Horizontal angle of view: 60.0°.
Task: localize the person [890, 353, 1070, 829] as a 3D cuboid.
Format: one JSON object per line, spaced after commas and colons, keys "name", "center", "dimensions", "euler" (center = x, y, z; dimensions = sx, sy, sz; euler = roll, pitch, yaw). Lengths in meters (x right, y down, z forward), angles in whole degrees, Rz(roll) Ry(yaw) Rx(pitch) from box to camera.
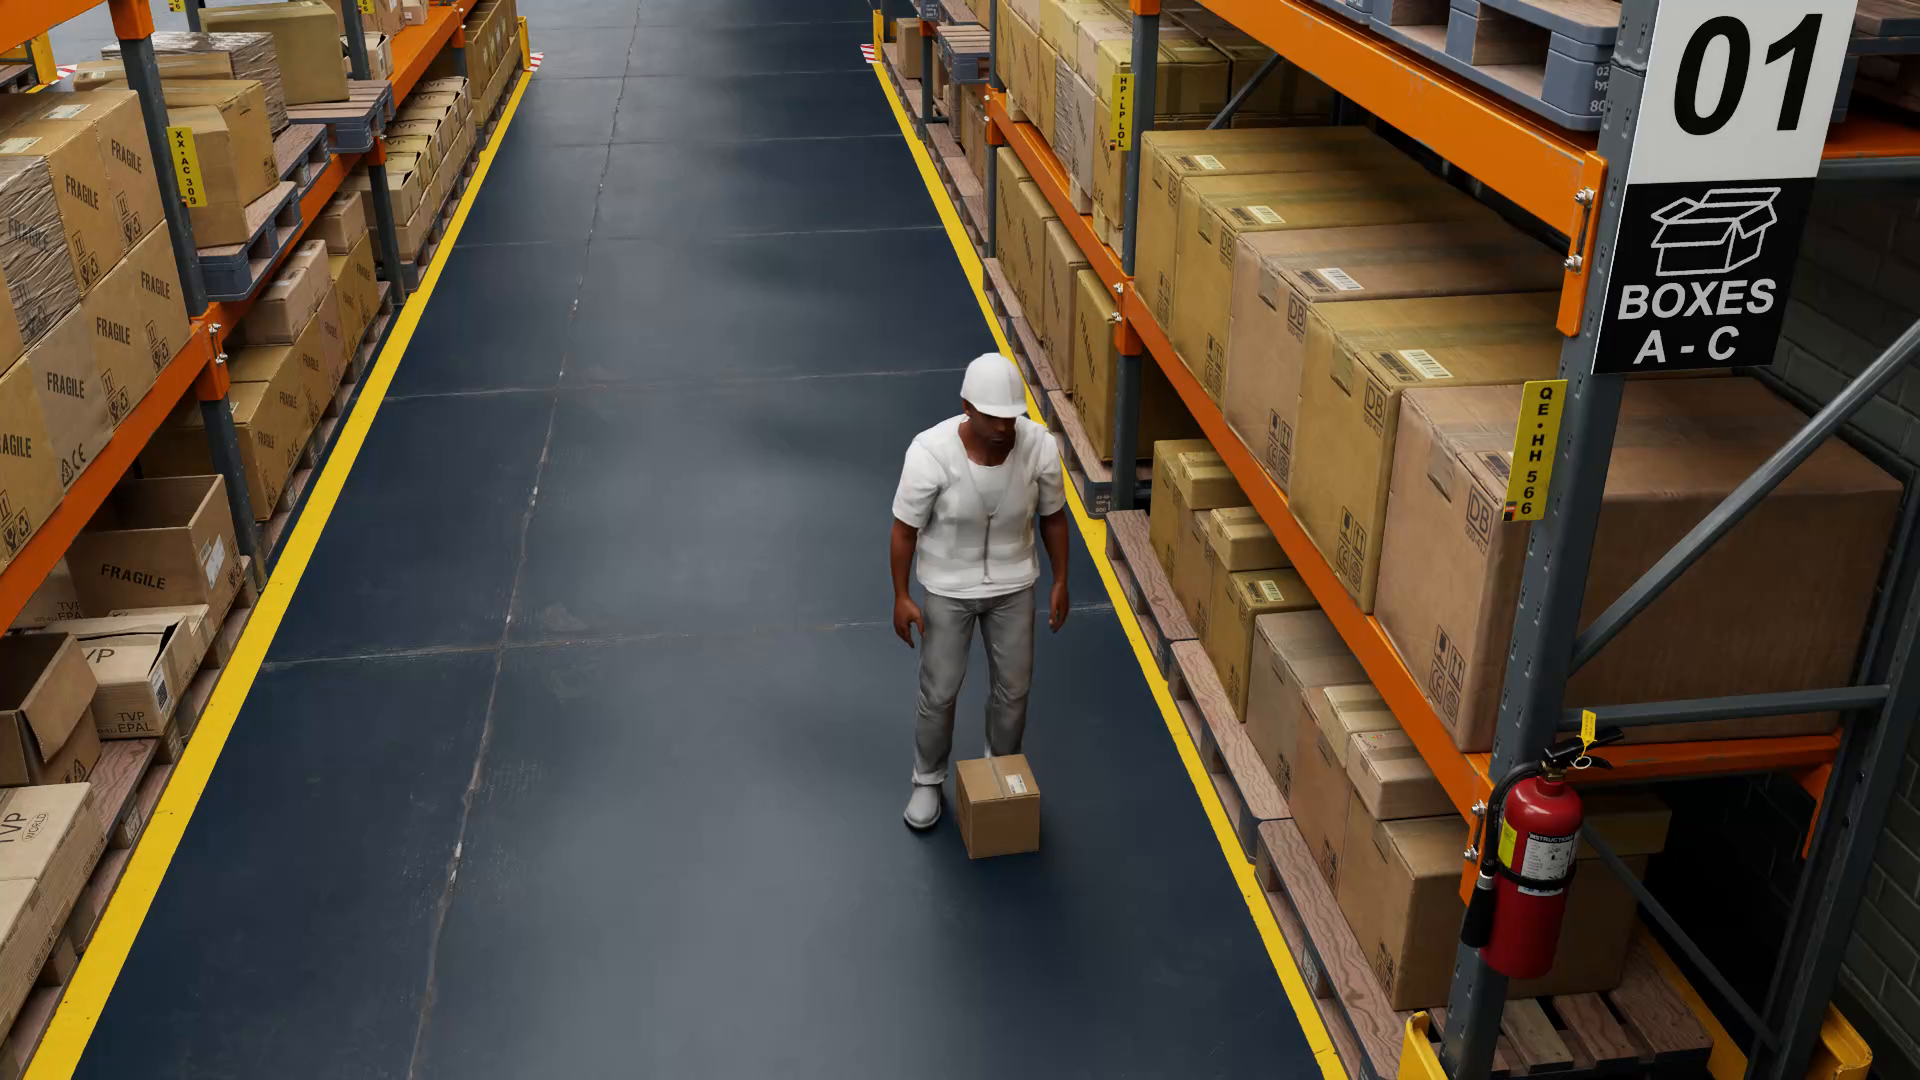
{"name": "person", "center": [0.075, 0.173, 5.757], "dimensions": [0.636, 1.761, 0.454], "euler": [-6, 28, -11]}
